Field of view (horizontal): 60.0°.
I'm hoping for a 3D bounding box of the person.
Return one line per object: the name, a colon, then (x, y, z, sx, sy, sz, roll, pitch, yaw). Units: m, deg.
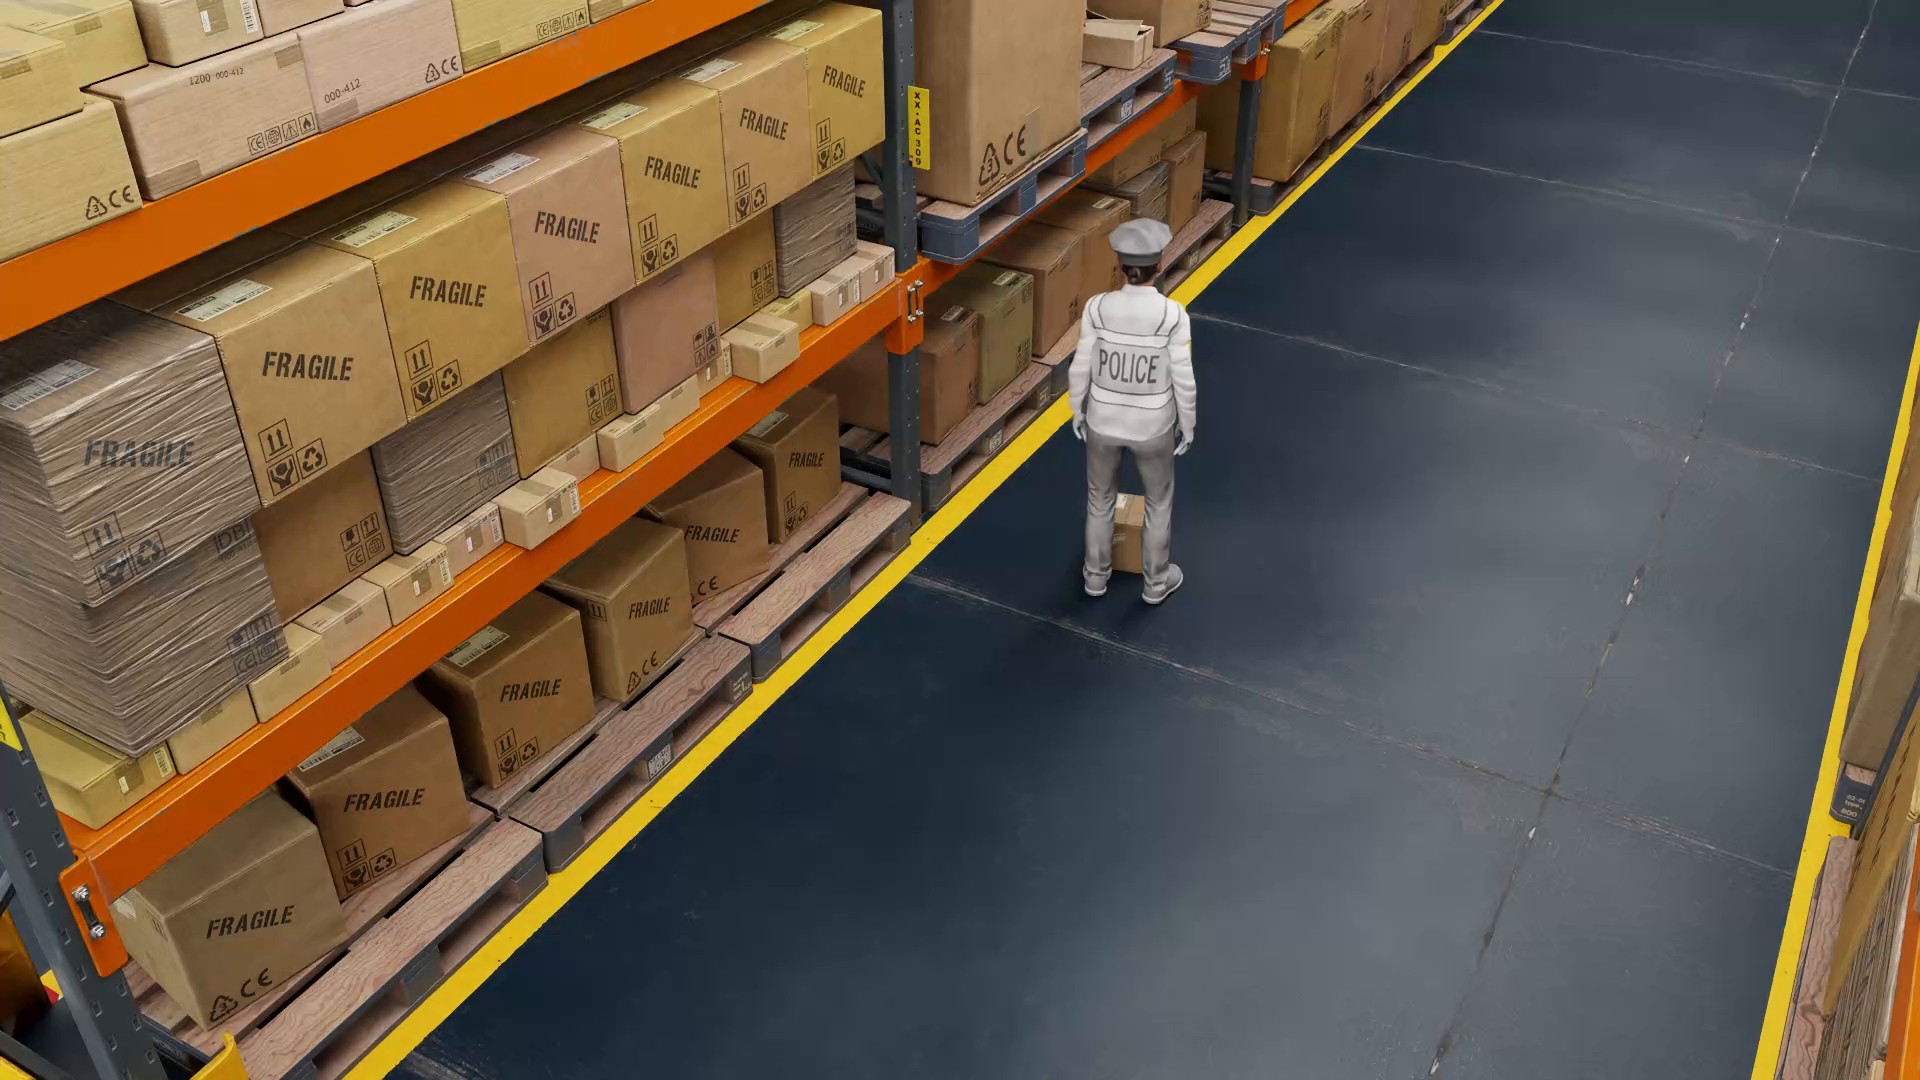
person: (0.705, -0.483, 6.846, 0.529, 1.664, 0.371, 9, 35, 14)
